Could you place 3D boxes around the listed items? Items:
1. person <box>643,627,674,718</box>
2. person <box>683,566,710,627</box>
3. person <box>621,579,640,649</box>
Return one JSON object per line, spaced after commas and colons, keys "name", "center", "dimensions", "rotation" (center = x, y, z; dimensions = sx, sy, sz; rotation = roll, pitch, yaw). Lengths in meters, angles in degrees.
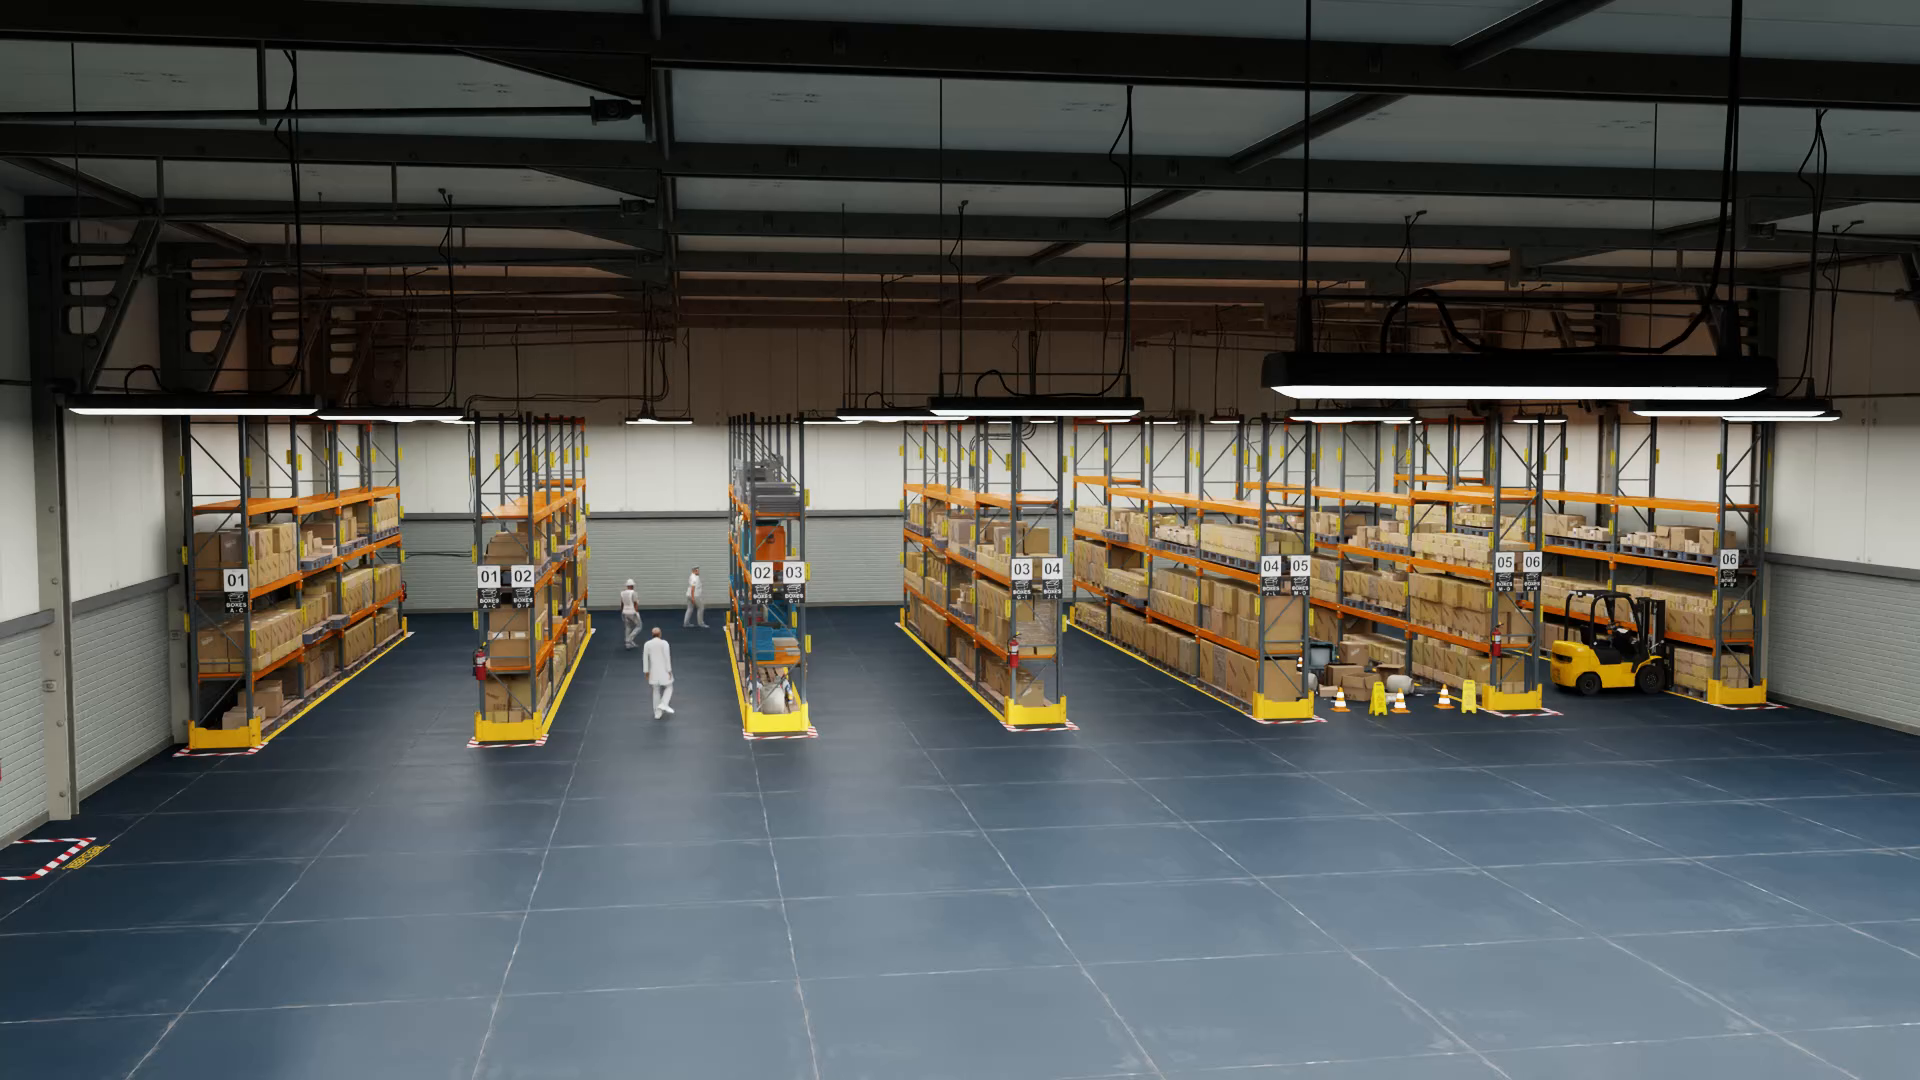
{"name": "person", "center": [-5.930, 2.606, 32.729], "dimensions": [0.611, 1.770, 0.571], "rotation": [0, 4, 2]}
{"name": "person", "center": [-7.574, 1.620, 47.514], "dimensions": [0.714, 1.759, 0.528], "rotation": [-2, 5, -32]}
{"name": "person", "center": [-8.526, 1.911, 42.973], "dimensions": [0.597, 1.787, 0.457], "rotation": [3, 5, 34]}
